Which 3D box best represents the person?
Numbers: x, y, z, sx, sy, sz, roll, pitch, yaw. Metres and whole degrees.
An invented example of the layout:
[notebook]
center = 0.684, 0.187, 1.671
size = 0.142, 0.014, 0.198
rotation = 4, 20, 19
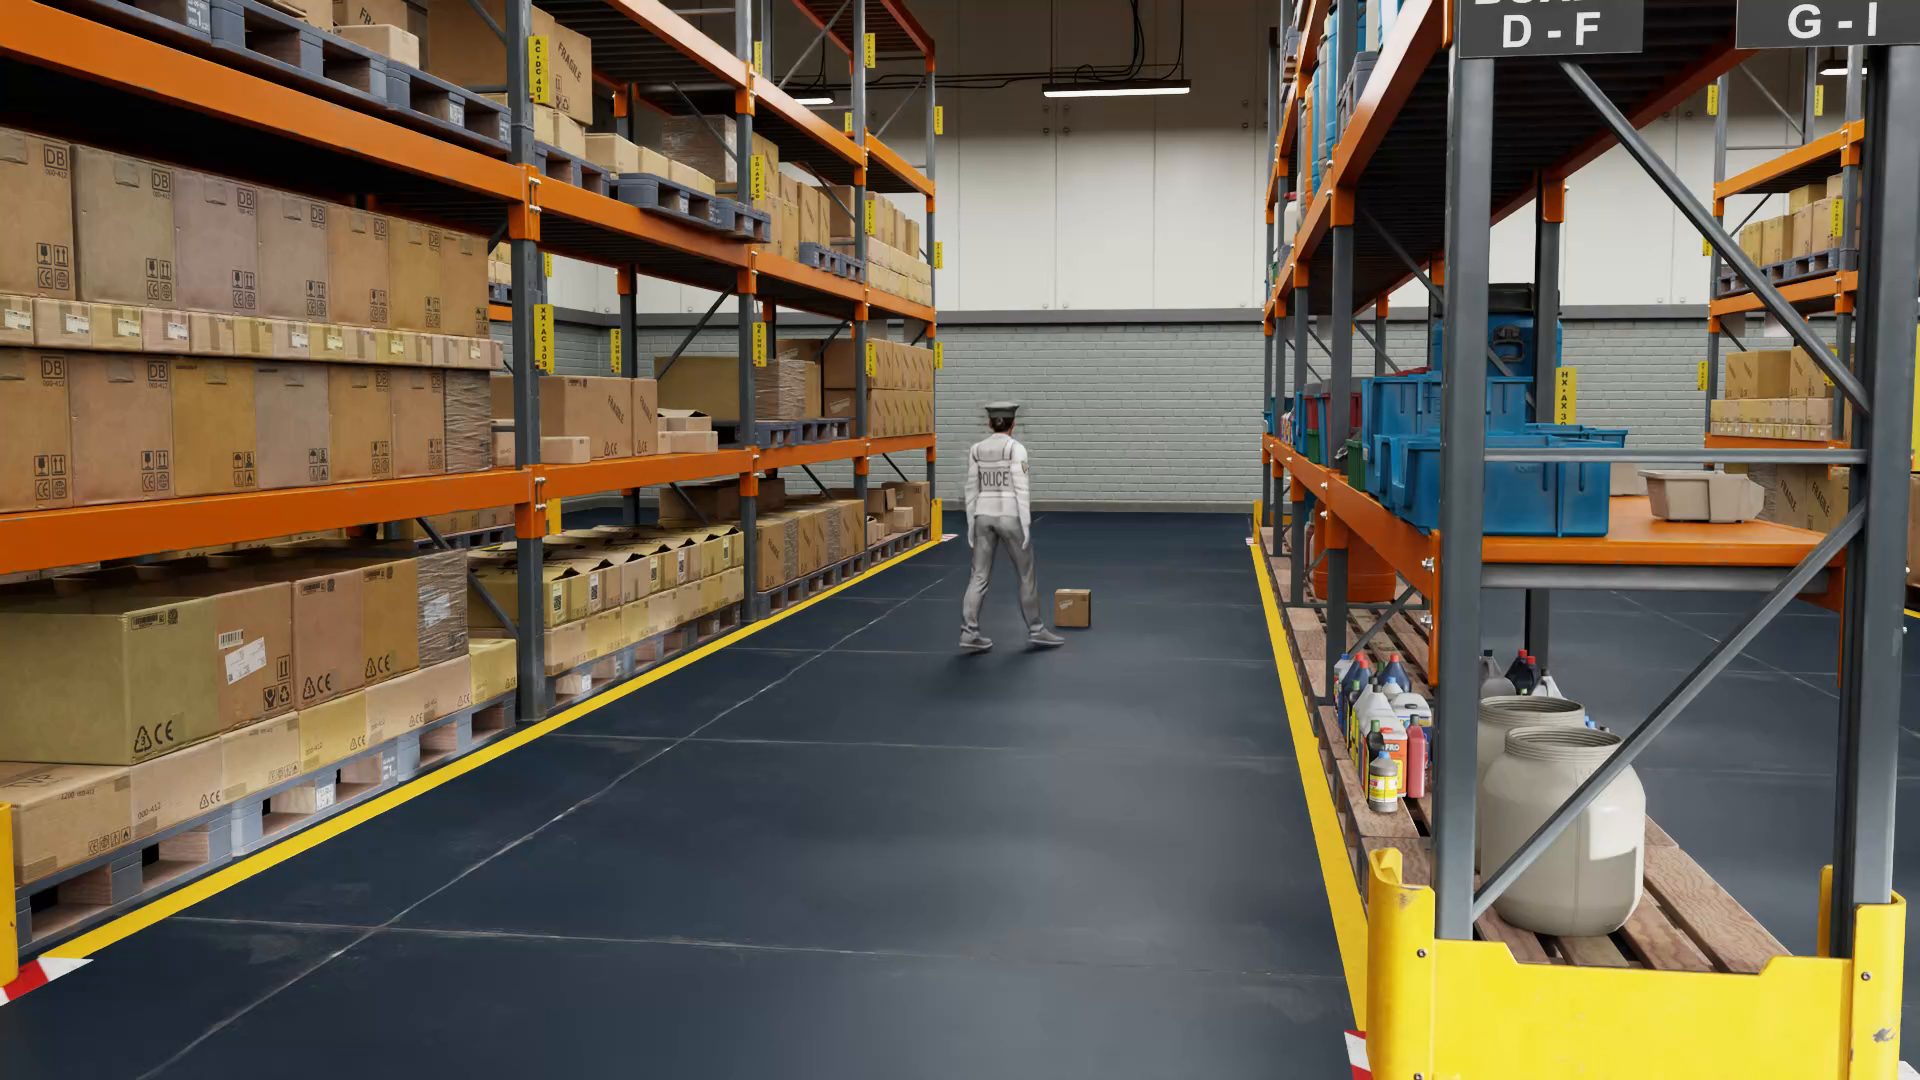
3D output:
[person]
center = 0.287, -0.098, 11.083
size = 0.567, 1.647, 0.766
rotation = 3, 6, 34
